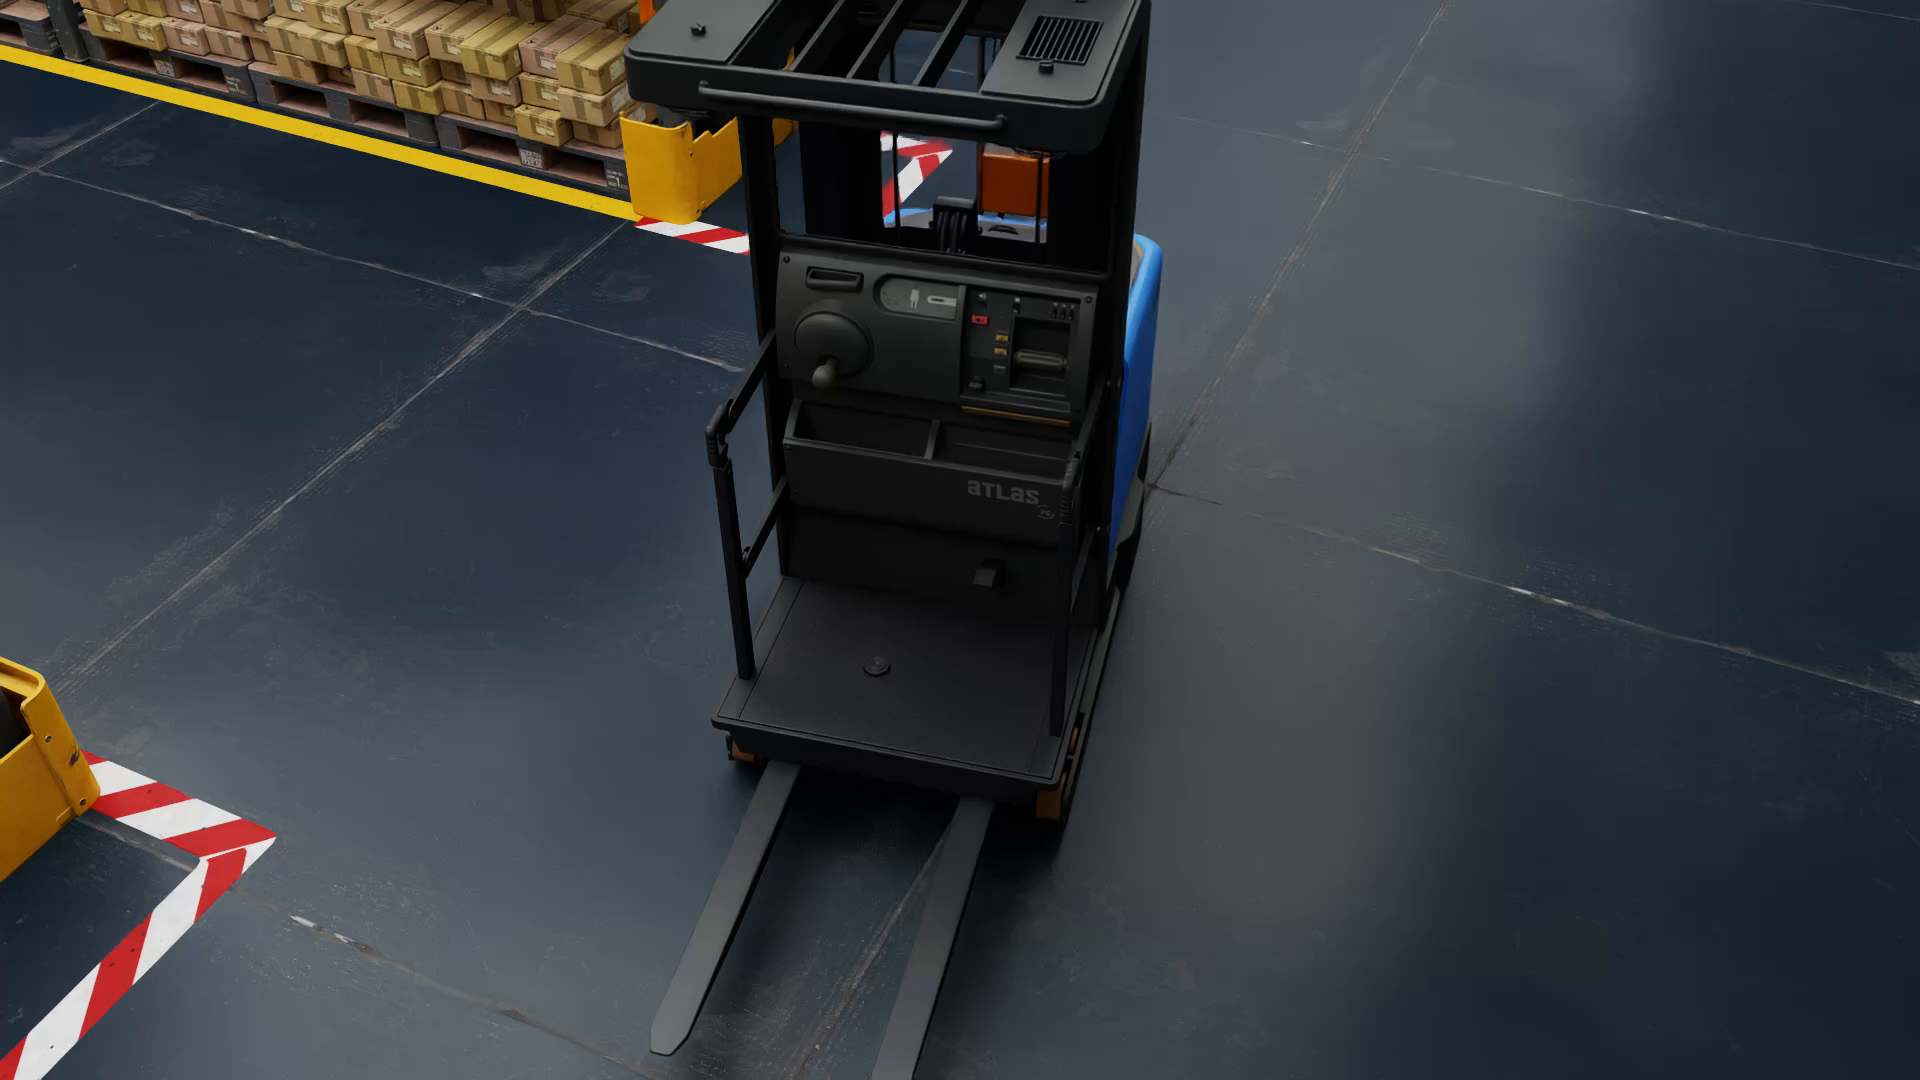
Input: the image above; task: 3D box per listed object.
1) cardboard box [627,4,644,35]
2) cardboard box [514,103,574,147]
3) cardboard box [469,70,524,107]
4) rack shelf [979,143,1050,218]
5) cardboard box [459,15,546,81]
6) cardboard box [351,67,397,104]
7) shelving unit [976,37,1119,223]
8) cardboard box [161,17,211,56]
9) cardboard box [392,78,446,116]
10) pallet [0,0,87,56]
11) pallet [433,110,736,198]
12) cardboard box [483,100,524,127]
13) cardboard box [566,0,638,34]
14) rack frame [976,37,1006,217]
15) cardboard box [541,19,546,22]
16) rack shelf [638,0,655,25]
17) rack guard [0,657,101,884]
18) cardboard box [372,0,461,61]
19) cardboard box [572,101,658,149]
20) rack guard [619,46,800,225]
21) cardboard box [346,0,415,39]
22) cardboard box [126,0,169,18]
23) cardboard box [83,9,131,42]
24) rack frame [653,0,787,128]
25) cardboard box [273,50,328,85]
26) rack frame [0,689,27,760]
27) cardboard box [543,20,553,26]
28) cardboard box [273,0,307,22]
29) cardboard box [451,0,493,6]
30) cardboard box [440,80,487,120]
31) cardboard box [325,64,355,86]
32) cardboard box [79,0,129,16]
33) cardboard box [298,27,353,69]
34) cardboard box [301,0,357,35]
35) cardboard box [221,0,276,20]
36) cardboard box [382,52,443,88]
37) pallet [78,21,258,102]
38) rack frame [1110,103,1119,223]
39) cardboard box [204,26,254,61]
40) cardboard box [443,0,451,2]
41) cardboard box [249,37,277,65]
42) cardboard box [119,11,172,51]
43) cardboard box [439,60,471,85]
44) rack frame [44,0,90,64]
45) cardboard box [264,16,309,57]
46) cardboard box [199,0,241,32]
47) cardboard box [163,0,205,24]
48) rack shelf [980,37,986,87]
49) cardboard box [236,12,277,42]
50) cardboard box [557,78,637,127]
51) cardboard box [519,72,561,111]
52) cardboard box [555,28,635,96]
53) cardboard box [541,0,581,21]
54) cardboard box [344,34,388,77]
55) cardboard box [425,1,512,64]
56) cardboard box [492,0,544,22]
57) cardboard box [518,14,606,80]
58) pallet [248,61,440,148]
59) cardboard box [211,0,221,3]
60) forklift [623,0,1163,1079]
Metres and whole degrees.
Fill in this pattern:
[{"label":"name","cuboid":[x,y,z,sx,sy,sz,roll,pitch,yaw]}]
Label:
[{"label":"cardboard box","cuboid":[-1.478,-2.661,8.432,0.250,0.149,0.380,15,43,17]},{"label":"cardboard box","cuboid":[-1.988,-2.123,8.265,0.250,0.149,0.380,18,44,20]},{"label":"cardboard box","cuboid":[-2.218,-2.322,8.267,0.250,0.149,0.380,15,43,17]},{"label":"rack shelf","cuboid":[0.351,-1.293,6.160,0.480,0.518,0.431,9,42,10]},{"label":"cardboard box","cuboid":[-2.226,-2.411,8.143,0.250,0.149,0.380,16,43,18]},{"label":"cardboard box","cuboid":[-2.917,-2.429,8.618,0.250,0.149,0.380,18,44,19]},{"label":"shelving unit","cuboid":[0.351,-1.303,6.151,0.503,2.100,0.431,9,42,10]},{"label":"cardboard box","cuboid":[-4.089,-2.794,9.039,0.250,0.149,0.380,17,44,18]},{"label":"cardboard box","cuboid":[-2.678,-2.341,8.517,0.250,0.149,0.380,15,43,17]},{"label":"pallet","cuboid":[-5.478,-3.277,9.870,1.213,0.211,1.003,17,44,19]},{"label":"pallet","cuboid":[-1.937,-2.222,8.652,1.213,0.211,1.003,17,44,19]},{"label":"cardboard box","cuboid":[-2.191,-2.247,8.408,0.250,0.149,0.380,17,44,18]},{"label":"cardboard box","cuboid":[-1.779,-2.666,8.438,0.250,0.149,0.380,18,44,19]},{"label":"rack frame","cuboid":[0.114,-1.342,6.195,0.015,2.100,0.400,9,42,10]},{"label":"cardboard box","cuboid":[-2.183,-2.760,8.773,0.250,0.149,0.380,18,44,20]},{"label":"rack shelf","cuboid":[-2.960,-3.290,8.305,4.000,0.370,1.077,17,44,19]},{"label":"rack guard","cuboid":[-3.127,0.909,4.820,0.348,0.500,1.175,17,44,19]},{"label":"cardboard box","cuboid":[-2.701,-2.561,8.317,0.250,0.149,0.380,19,44,20]},{"label":"cardboard box","cuboid":[-1.712,-2.112,8.252,0.250,0.149,0.380,18,44,19]},{"label":"rack guard","cuboid":[-1.216,-2.085,8.274,0.348,0.500,1.175,17,44,19]},{"label":"cardboard box","cuboid":[-2.893,-2.700,8.477,0.250,0.149,0.380,16,43,17]},{"label":"cardboard box","cuboid":[-4.312,-3.003,9.053,0.250,0.149,0.380,17,44,19]},{"label":"cardboard box","cuboid":[-4.578,-2.906,9.168,0.250,0.149,0.380,15,43,17]},{"label":"rack frame","cuboid":[-1.147,-3.008,7.431,0.127,3.000,1.000,17,44,19]},{"label":"cardboard box","cuboid":[-3.385,-2.571,8.782,0.250,0.149,0.380,16,43,17]},{"label":"rack frame","cuboid":[-3.148,-0.042,4.008,0.127,3.000,1.000,17,44,19]},{"label":"cardboard box","cuboid":[-1.997,-2.624,8.616,0.250,0.149,0.380,18,44,19]},{"label":"cardboard box","cuboid":[-3.349,-2.847,8.647,0.250,0.149,0.380,15,43,17]},{"label":"cardboard box","cuboid":[-2.460,-2.914,8.723,0.250,0.149,0.380,19,44,20]},{"label":"cardboard box","cuboid":[-2.420,-2.308,8.478,0.250,0.149,0.380,17,44,19]},{"label":"cardboard box","cuboid":[-3.115,-2.543,8.750,0.250,0.149,0.380,18,44,20]},{"label":"cardboard box","cuboid":[-4.579,-3.019,9.072,0.250,0.149,0.380,19,44,21]},{"label":"cardboard box","cuboid":[-3.178,-2.599,8.588,0.250,0.149,0.380,17,44,19]},{"label":"cardboard box","cuboid":[-3.142,-2.756,8.541,0.250,0.149,0.380,17,44,19]},{"label":"cardboard box","cuboid":[-3.631,-2.874,8.677,0.250,0.149,0.380,18,44,20]},{"label":"cardboard box","cuboid":[-2.692,-2.457,8.424,0.250,0.149,0.380,18,44,19]},{"label":"pallet","cuboid":[-4.148,-2.897,9.431,1.213,0.211,1.003,17,44,19]},{"label":"rack frame","cuboid":[0.588,-1.265,6.106,0.015,2.100,0.400,9,42,10]},{"label":"cardboard box","cuboid":[-3.838,-2.754,8.993,0.250,0.149,0.380,16,43,18]},{"label":"cardboard box","cuboid":[-2.679,-3.014,8.839,0.250,0.149,0.380,18,44,19]},{"label":"cardboard box","cuboid":[-3.580,-2.700,8.931,0.250,0.149,0.380,15,43,17]},{"label":"cardboard box","cuboid":[-4.337,-2.832,9.083,0.250,0.149,0.380,18,44,20]},{"label":"cardboard box","cuboid":[-2.418,-2.457,8.424,0.250,0.149,0.380,16,44,18]},{"label":"rack frame","cuboid":[-4.772,-4.116,8.708,0.127,3.000,1.000,17,44,19]},{"label":"cardboard box","cuboid":[-3.391,-2.682,8.684,0.250,0.149,0.380,17,44,18]},{"label":"cardboard box","cuboid":[-3.832,-2.880,8.912,0.250,0.149,0.380,15,43,16]},{"label":"cardboard box","cuboid":[-4.076,-2.957,9.000,0.250,0.149,0.380,17,44,18]},{"label":"rack shelf","cuboid":[0.351,-1.822,5.701,0.480,0.518,0.431,9,42,10]},{"label":"cardboard box","cuboid":[-3.593,-2.790,8.808,0.250,0.149,0.380,19,44,21]},{"label":"cardboard box","cuboid":[-1.746,-2.179,8.102,0.250,0.149,0.380,16,43,18]},{"label":"cardboard box","cuboid":[-1.960,-2.283,8.223,0.250,0.149,0.380,16,43,18]},{"label":"cardboard box","cuboid":[-1.734,-2.311,8.027,0.250,0.149,0.380,17,44,19]},{"label":"cardboard box","cuboid":[-1.953,-2.812,8.606,0.250,0.149,0.380,17,44,19]},{"label":"cardboard box","cuboid":[-2.917,-2.539,8.519,0.250,0.149,0.380,19,44,21]},{"label":"cardboard box","cuboid":[-2.434,-2.520,8.269,0.250,0.149,0.380,15,43,17]},{"label":"cardboard box","cuboid":[-2.213,-2.832,8.628,0.250,0.149,0.380,15,43,17]},{"label":"cardboard box","cuboid":[-1.937,-2.414,8.147,0.250,0.149,0.380,18,44,19]},{"label":"pallet","cuboid":[-3.039,-2.560,9.043,1.213,0.211,1.003,17,44,19]},{"label":"cardboard box","cuboid":[-3.827,-2.993,8.815,0.250,0.149,0.380,16,43,18]},{"label":"forklift","cuboid":[-0.126,-0.507,4.597,1.130,2.935,3.031,9,42,10]}]
